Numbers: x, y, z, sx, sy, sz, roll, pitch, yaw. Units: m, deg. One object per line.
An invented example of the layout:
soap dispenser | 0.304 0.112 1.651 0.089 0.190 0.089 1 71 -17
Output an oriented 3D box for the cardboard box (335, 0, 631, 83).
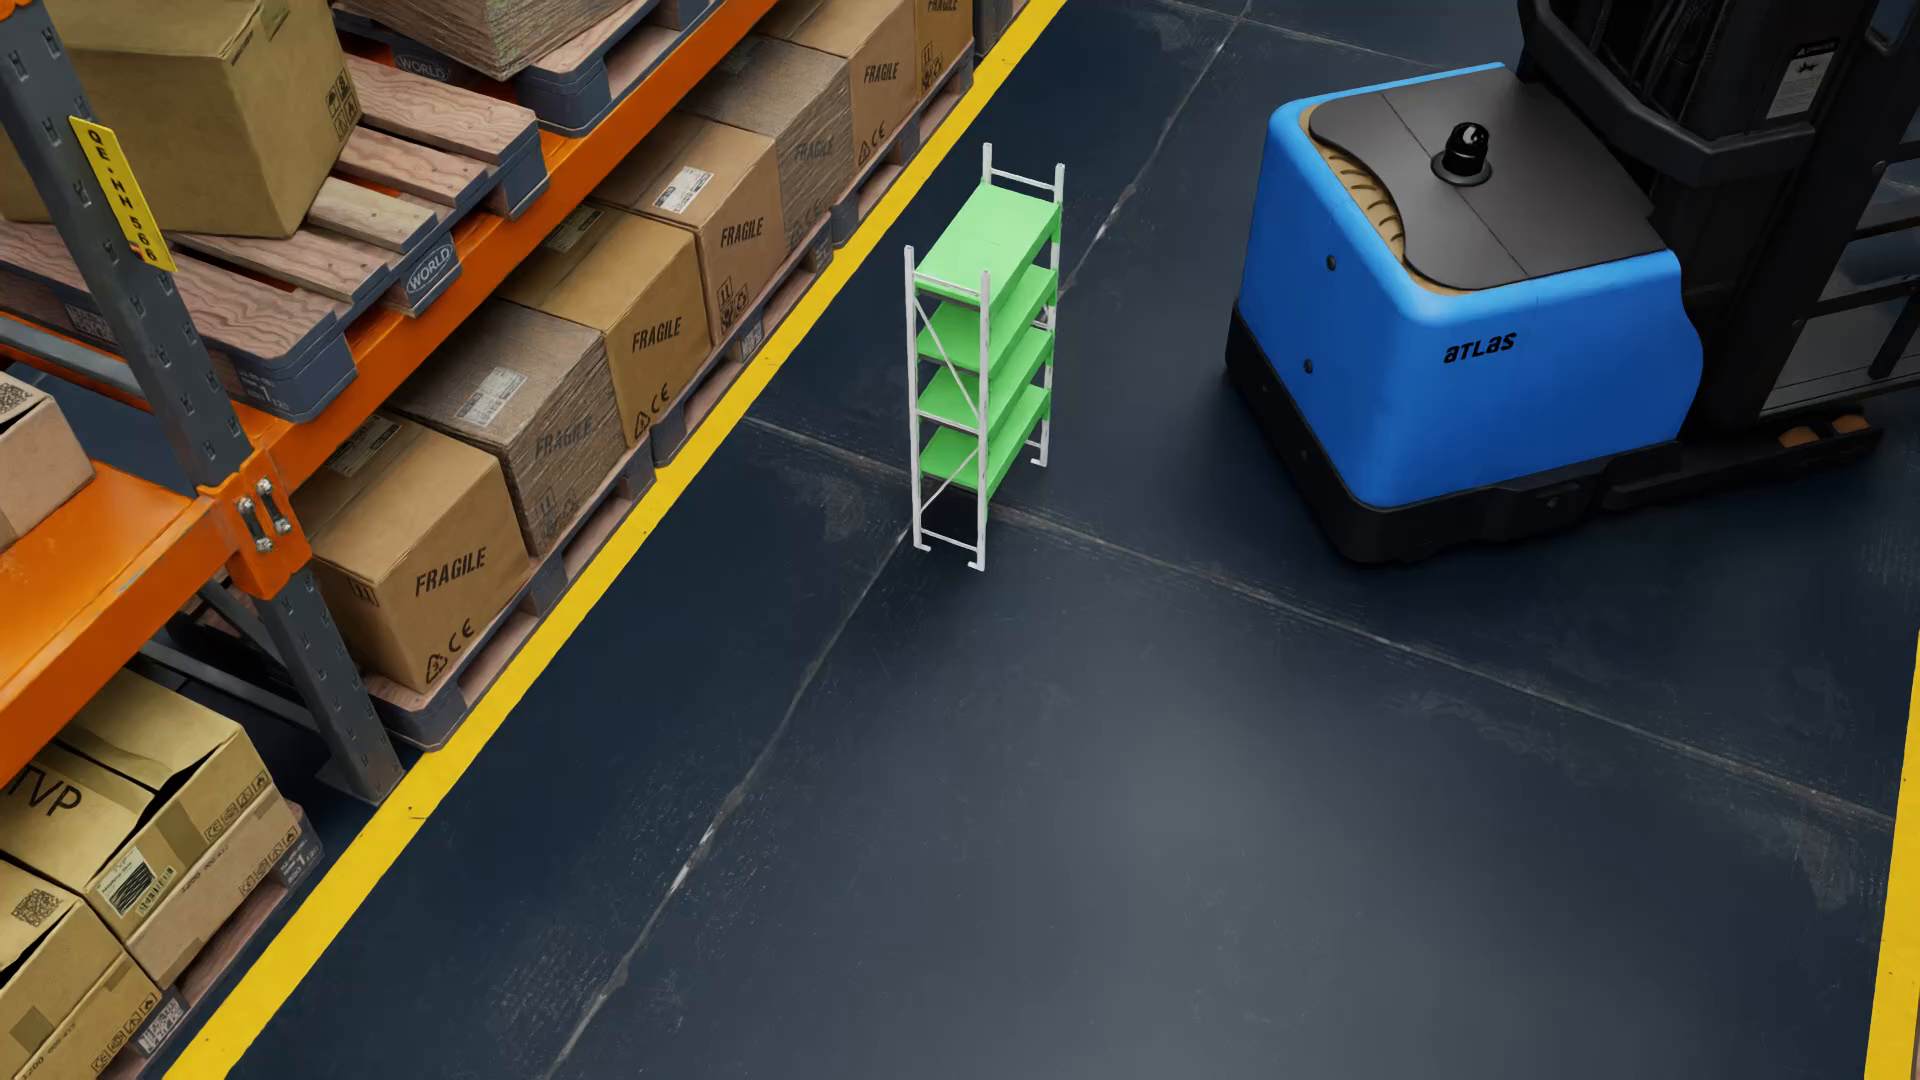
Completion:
cardboard box | -1.307 -1.639 4.334 0.700 0.500 0.500 29 56 23

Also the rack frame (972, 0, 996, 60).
rack frame | -0.328 -3.187 5.992 1.000 3.000 0.127 20 52 16

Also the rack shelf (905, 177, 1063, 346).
rack shelf | 0.071 -0.772 4.573 0.258 0.148 0.480 20 52 16

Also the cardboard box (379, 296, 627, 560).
cardboard box | -1.366 -0.348 4.929 0.500 0.500 0.500 18 52 15

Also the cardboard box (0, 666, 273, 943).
cardboard box | -2.038 0.582 3.947 0.500 0.311 0.500 21 53 17

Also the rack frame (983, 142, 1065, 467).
rack frame | 0.175 -0.671 5.033 0.240 1.200 0.015 20 52 16

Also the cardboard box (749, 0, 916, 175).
cardboard box | -0.499 -1.749 6.121 0.500 0.500 0.500 20 52 16

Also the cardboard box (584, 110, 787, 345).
cardboard box | -0.929 -1.052 5.528 0.500 0.500 0.500 18 52 15

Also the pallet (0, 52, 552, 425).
pallet | -1.811 -0.860 4.138 1.213 0.211 1.003 20 52 16

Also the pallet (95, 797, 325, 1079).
pallet | -2.424 1.025 4.239 1.003 0.211 1.213 20 52 16

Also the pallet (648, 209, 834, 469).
pallet | -1.162 -0.868 5.850 1.003 0.211 1.213 20 52 16

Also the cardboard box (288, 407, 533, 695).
cardboard box | -1.584 0.015 4.620 0.500 0.500 0.500 22 53 18

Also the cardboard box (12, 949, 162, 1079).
cardboard box | -2.258 1.120 3.857 0.500 0.250 0.500 19 52 16

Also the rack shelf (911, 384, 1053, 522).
rack shelf | 0.071 -0.306 5.121 0.258 0.148 0.480 20 52 16

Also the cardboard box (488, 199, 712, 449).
cardboard box | -1.147 -0.691 5.221 0.500 0.500 0.500 19 52 16

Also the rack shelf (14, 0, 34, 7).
rack shelf | -1.183 -2.549 3.952 1.077 0.370 4.000 20 52 16

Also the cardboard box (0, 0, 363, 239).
cardboard box | -1.870 -1.071 3.851 0.700 0.500 0.500 4 50 4

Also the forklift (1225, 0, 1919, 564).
forklift | 2.480 -1.533 4.630 3.031 2.935 1.130 -13 51 -11

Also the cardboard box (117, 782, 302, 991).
cardboard box | -2.041 0.764 4.160 0.500 0.250 0.500 21 53 17

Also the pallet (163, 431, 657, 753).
pallet | -1.684 -0.031 5.137 1.003 0.211 1.213 20 52 16

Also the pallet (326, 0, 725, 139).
pallet | -1.211 -1.711 4.862 1.003 0.211 1.213 20 52 16

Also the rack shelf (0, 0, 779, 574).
rack shelf | -1.183 -1.576 5.094 1.077 0.370 4.000 20 52 16

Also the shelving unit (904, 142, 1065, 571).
shelving unit | 0.071 -0.503 4.890 0.258 1.200 0.503 20 52 16

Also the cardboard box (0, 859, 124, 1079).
cardboard box | -2.255 0.942 3.641 0.500 0.311 0.500 19 52 16

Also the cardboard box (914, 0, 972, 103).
cardboard box | -0.280 -2.086 6.408 0.500 0.500 0.500 20 52 16

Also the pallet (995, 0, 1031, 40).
pallet | -0.034 -2.756 7.456 1.003 0.211 1.213 20 52 16

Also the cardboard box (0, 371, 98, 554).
cardboard box | -2.232 -0.167 3.481 0.500 0.311 0.500 23 53 18

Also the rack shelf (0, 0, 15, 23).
rack shelf | -2.892 0.206 1.608 1.077 0.370 4.000 20 52 16

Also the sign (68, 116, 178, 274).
sign | -1.534 -0.629 3.056 0.100 0.325 0.005 20 52 16

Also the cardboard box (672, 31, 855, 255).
cardboard box | -0.713 -1.403 5.827 0.500 0.500 0.500 20 53 17

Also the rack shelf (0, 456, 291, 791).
rack shelf | -2.892 1.178 2.750 1.077 0.370 4.000 20 52 16

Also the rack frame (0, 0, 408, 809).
rack frame | -2.037 -0.432 3.648 1.000 3.000 0.127 20 52 16

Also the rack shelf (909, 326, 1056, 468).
rack shelf | 0.071 -0.461 4.939 0.258 0.148 0.480 20 52 16

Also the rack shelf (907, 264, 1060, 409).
rack shelf | 0.071 -0.617 4.756 0.258 0.148 0.480 20 52 16

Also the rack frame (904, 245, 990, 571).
rack frame | -0.034 -0.335 4.747 0.240 1.200 0.015 20 52 16

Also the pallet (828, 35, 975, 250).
pallet | -0.642 -1.711 6.567 1.003 0.211 1.213 20 52 16
